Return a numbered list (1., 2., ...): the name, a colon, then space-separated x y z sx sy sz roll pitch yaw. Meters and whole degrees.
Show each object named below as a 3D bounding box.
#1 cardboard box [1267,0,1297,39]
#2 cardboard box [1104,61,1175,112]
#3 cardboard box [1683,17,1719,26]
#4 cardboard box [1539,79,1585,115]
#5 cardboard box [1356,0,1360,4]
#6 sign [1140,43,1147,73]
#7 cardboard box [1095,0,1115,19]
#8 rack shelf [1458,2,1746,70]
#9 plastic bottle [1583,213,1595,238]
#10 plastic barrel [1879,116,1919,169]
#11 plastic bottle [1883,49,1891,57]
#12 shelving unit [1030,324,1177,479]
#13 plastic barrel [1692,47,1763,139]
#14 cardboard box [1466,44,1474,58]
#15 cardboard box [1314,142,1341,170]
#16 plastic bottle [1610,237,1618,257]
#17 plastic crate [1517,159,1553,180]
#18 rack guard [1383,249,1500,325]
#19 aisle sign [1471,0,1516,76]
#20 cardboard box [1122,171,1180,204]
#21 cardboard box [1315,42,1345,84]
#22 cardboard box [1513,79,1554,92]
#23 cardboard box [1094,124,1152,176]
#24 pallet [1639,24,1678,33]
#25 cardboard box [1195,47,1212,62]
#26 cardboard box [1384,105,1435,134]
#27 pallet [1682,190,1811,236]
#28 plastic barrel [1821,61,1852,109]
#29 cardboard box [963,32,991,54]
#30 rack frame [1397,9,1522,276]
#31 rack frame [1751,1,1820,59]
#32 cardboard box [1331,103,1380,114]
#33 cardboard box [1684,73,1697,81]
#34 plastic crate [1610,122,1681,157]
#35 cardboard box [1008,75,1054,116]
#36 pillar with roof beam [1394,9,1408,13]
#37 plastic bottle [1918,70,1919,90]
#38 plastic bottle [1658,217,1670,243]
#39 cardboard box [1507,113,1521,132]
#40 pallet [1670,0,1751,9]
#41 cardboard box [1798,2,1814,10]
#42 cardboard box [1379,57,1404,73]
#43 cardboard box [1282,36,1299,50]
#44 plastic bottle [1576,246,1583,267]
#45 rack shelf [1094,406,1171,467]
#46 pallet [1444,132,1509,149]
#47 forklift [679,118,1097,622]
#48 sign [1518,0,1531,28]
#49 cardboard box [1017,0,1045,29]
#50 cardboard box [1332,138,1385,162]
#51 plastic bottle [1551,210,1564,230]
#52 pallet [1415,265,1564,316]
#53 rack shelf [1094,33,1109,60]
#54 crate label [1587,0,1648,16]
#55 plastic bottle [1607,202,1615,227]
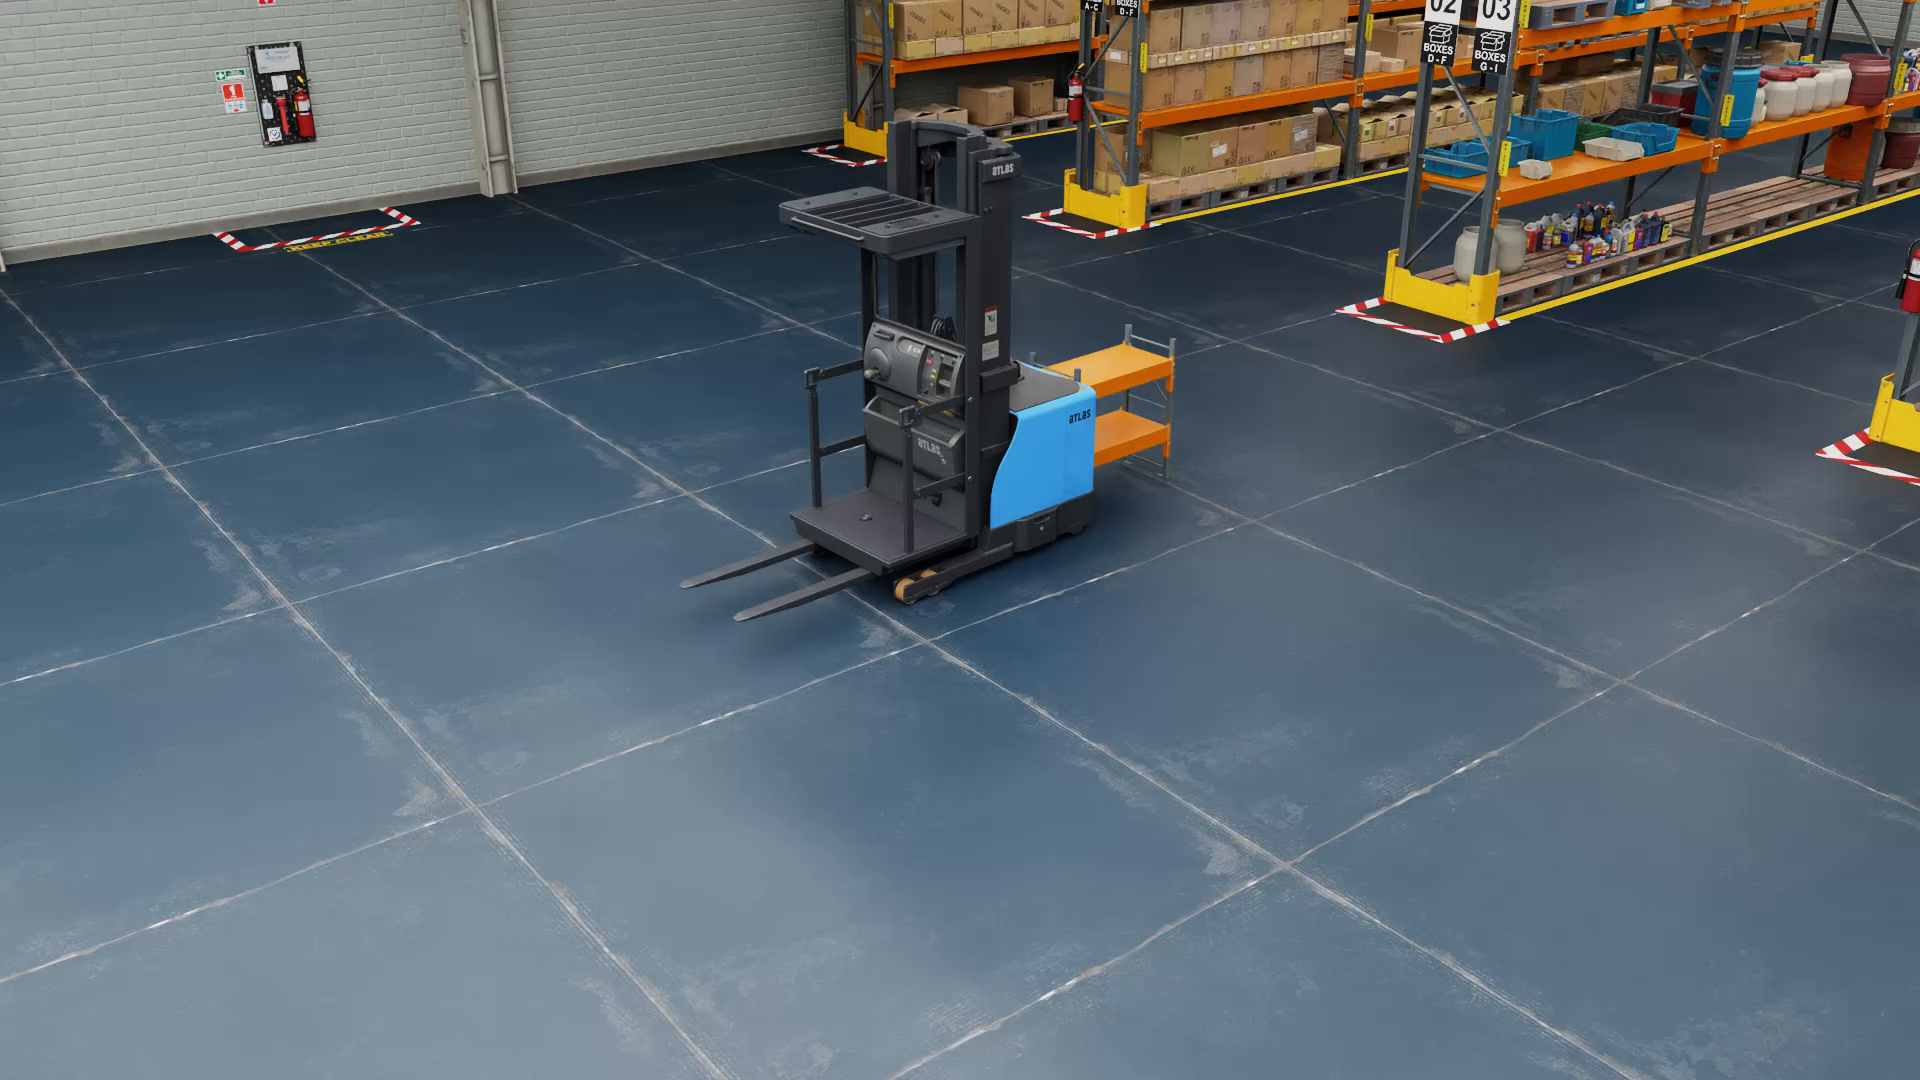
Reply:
1. cardboard box: 3.791 -6.613 20.904 0.500 0.500 0.700 -18 31 -34
2. cardboard box: 2.155 -5.482 20.007 0.500 0.500 0.700 -18 31 -34
3. cardboard box: 11.792 -8.524 26.562 0.500 0.500 0.500 -17 30 -33
4. cardboard box: 9.018 -6.625 25.035 0.500 0.500 0.500 -20 31 -36
5. cardboard box: 6.829 -9.409 28.863 0.250 0.149 0.380 -17 30 -32
6. sign: 2.117 -5.562 19.177 0.005 0.325 0.100 -18 31 -34
7. cardboard box: 2.289 -8.364 25.695 0.500 0.500 0.700 -18 30 -34
8. rack shelf: 6.407 -5.231 16.877 4.000 0.370 1.077 -18 31 -34
9. plastic bottle: 7.050 -3.529 18.635 0.097 0.271 0.097 0 25 0
10. plastic barrel: 12.392 -5.278 22.053 0.708 0.588 0.600 -18 31 -34
11. plastic bottle: 12.234 -6.304 21.956 0.185 0.351 0.144 -18 31 -34
12. shelving unit: 1.067 -0.925 12.535 1.048 1.125 0.538 -20 32 -37
13. plastic barrel: 8.472 -4.944 18.371 0.708 0.901 0.600 -18 31 -34
14. cardboard box: 7.106 -6.934 23.552 0.250 0.149 0.380 -16 29 -30
15. cardboard box: 4.697 -5.109 22.089 0.500 0.250 0.500 -18 31 -34
16. plastic bottle: 7.040 -3.170 17.945 0.097 0.201 0.097 0 25 0
17. plastic crate: 5.736 -3.684 16.565 0.250 0.136 0.298 -18 31 -34
18. rack guard: 4.864 -2.579 16.840 0.348 0.500 1.175 -18 31 -34
19. aisle sign: 4.957 -4.741 15.441 0.004 0.787 0.394 -18 31 -34
20. cardboard box: 2.339 -4.328 20.407 0.500 0.250 0.500 -18 31 -34
21. cardboard box: 4.582 -6.286 21.740 0.500 0.500 0.700 -19 31 -35
22. cardboard box: 8.666 -6.784 25.378 0.500 0.500 0.500 -17 30 -32
23. cardboard box: 2.018 -4.841 20.621 0.500 0.500 0.500 -18 31 -34
24. pallet: 10.526 -8.178 26.163 1.213 0.211 1.003 -18 31 -34
25. cardboard box: 2.824 -5.888 20.112 0.250 0.149 0.380 -19 31 -35
26. cardboard box: 6.210 -5.844 23.007 0.500 0.311 0.500 -19 31 -36
27. pallet: 9.536 -3.987 20.218 1.213 0.211 1.003 -18 31 -34
28. plastic barrel: 10.451 -5.468 19.964 0.421 0.512 0.421 0 25 0
29. cardboard box: 0.104 -7.192 23.965 0.500 0.250 0.500 -19 31 -35
30. rack frame: 4.833 -3.677 16.238 0.127 3.000 1.000 -18 31 -34
31. rack frame: 14.370 -9.476 28.731 0.127 3.000 1.000 -18 31 -34
32. cardboard box: 5.475 -5.893 23.114 0.500 0.311 0.500 -17 30 -33
33. cardboard box: 11.686 -7.454 27.046 0.500 0.311 0.500 -18 31 -34
34. plastic crate: 7.277 -4.272 17.695 0.616 0.251 0.499 -18 31 -34
35. cardboard box: 1.076 -6.781 25.372 0.500 0.500 0.500 -21 32 -38
36. pillar with roof beam: 10.836 -11.840 26.699 0.400 9.000 9.100 -18 31 -34
37. plastic bottle: 12.166 -5.848 21.053 0.133 0.283 0.061 -18 31 -34
38. plastic bottle: 7.806 -3.450 18.451 0.133 0.283 0.061 -17 30 -32
39. cardboard box: 7.811 -6.123 24.275 0.500 0.250 0.500 -17 30 -33
40. pallet: 7.473 -5.772 17.411 1.003 0.211 1.213 -18 31 -34
41. cardboard box: 14.186 -9.314 28.265 0.500 0.500 0.500 -17 30 -32
42. cardboard box: 5.751 -6.407 22.417 0.250 0.149 0.380 -18 31 -34
43. cardboard box: 4.044 -6.293 20.983 0.250 0.149 0.380 -18 31 -34
44. plastic bottle: 6.534 -3.002 17.585 0.097 0.201 0.097 0 25 0
45. rack shelf: 1.067 -0.704 12.638 1.000 0.278 0.538 -20 32 -37
46. pallet: 7.403 -5.932 24.407 1.213 0.211 1.003 -18 31 -34
47. forklift: -0.464 -1.155 10.885 3.031 2.935 1.130 -21 32 -37
48. sign: 5.169 -4.859 15.209 0.005 0.325 0.100 -18 31 -34
49. cardboard box: 0.894 -7.796 24.375 0.500 0.500 0.500 -19 31 -35
50. cardboard box: 5.398 -5.324 22.554 0.500 0.250 0.500 -19 31 -35
51. plastic bottle: 6.607 -3.483 18.442 0.185 0.351 0.144 -19 31 -34
52. pallet: 5.507 -2.657 17.352 1.213 0.211 1.003 -18 31 -34
53. rack shelf: 3.441 -8.192 26.819 4.000 0.370 1.077 -18 31 -34
54. crate label: 6.510 -5.347 16.449 0.408 0.251 0.502 -18 31 -34
55. plastic bottle: 7.460 -3.741 19.093 0.097 0.271 0.097 0 25 0
